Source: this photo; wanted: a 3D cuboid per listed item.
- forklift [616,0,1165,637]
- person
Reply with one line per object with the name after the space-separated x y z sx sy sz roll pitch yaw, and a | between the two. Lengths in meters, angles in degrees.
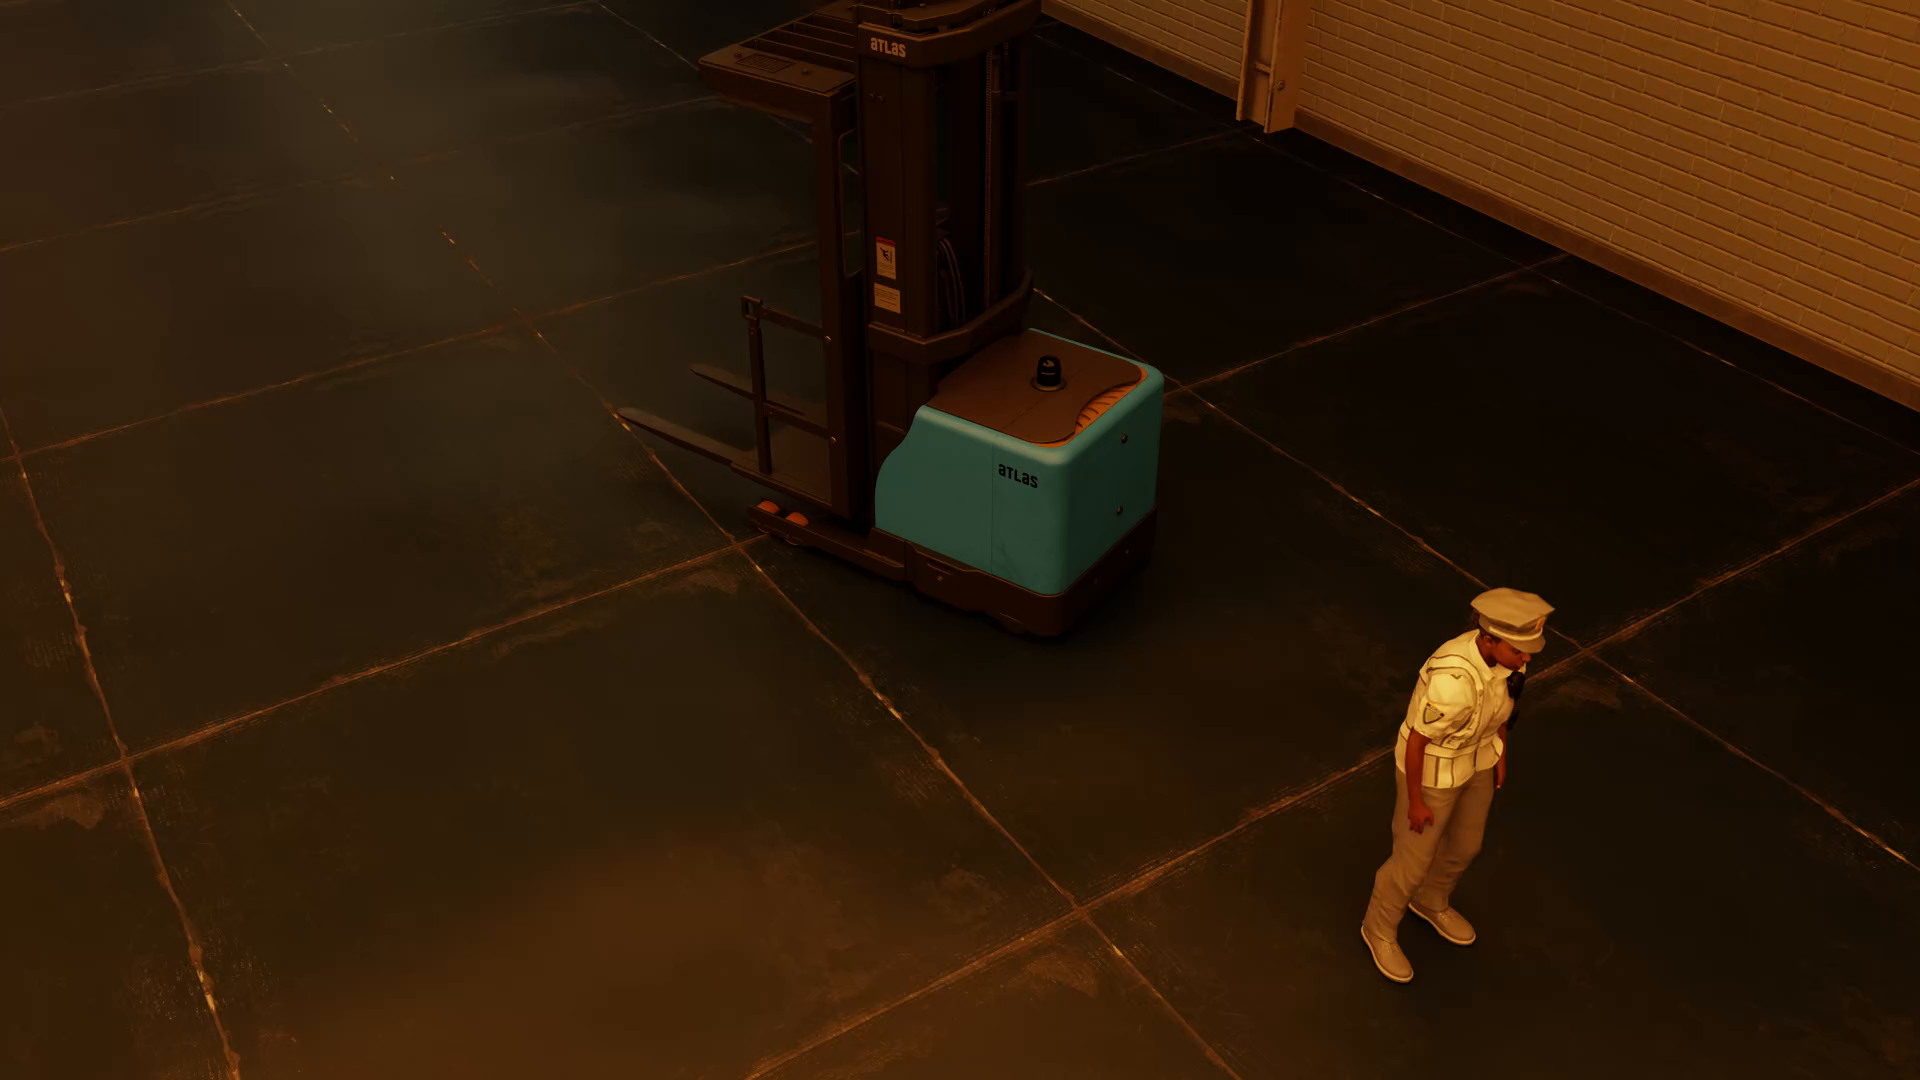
-0.500 -1.399 8.138 3.031 2.935 1.130 22 41 28 | forklift
1.784 0.858 6.033 0.525 1.661 0.396 -21 40 -27 | person
